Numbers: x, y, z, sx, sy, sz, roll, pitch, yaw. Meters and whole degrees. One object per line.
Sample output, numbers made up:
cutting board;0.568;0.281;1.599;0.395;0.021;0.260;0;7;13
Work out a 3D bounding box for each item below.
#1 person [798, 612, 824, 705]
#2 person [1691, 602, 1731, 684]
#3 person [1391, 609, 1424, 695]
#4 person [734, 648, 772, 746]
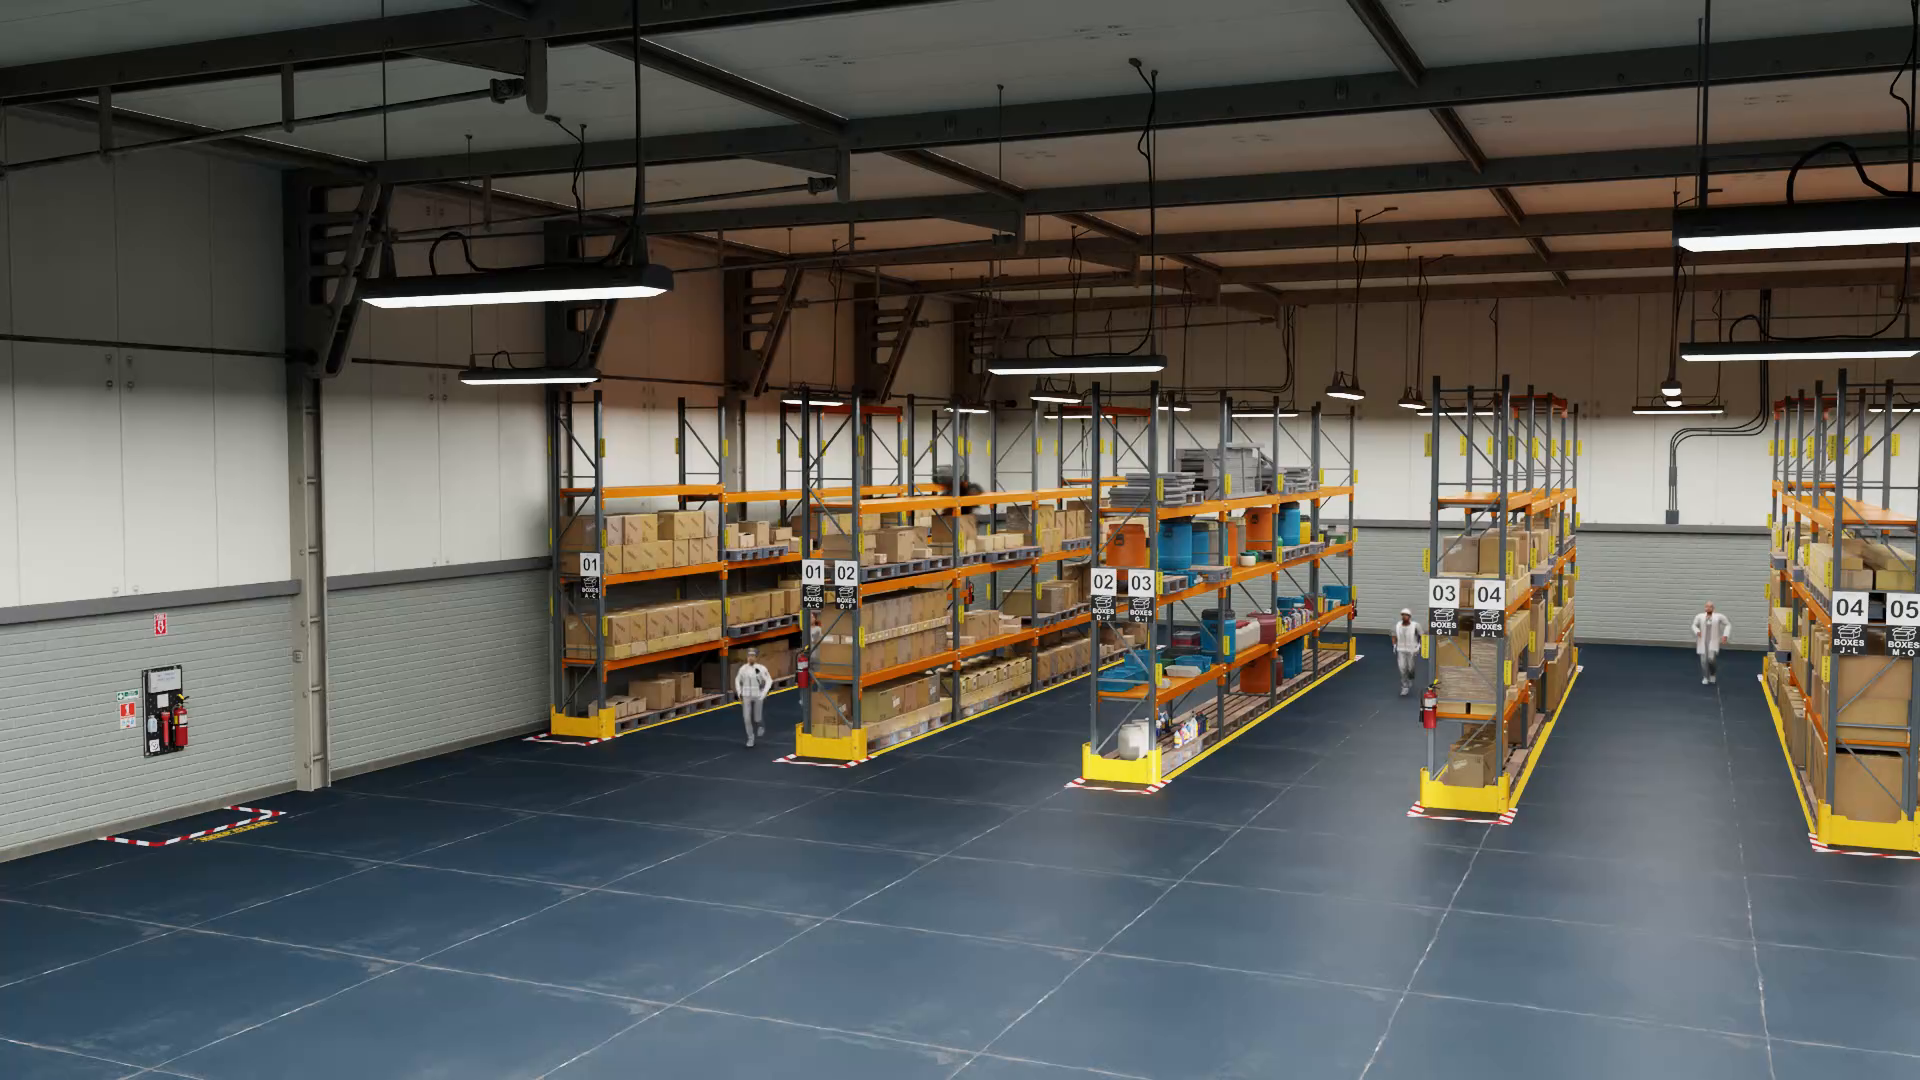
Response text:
person;-2.775;2.180;31.022;0.558;1.678;0.901;1;3;14
person;15.865;2.184;35.193;0.741;1.755;0.684;2;4;34
person;9.105;2.268;33.850;0.677;1.746;0.561;2;4;28
person;-3.482;2.622;28.025;0.661;1.646;0.654;0;3;6
